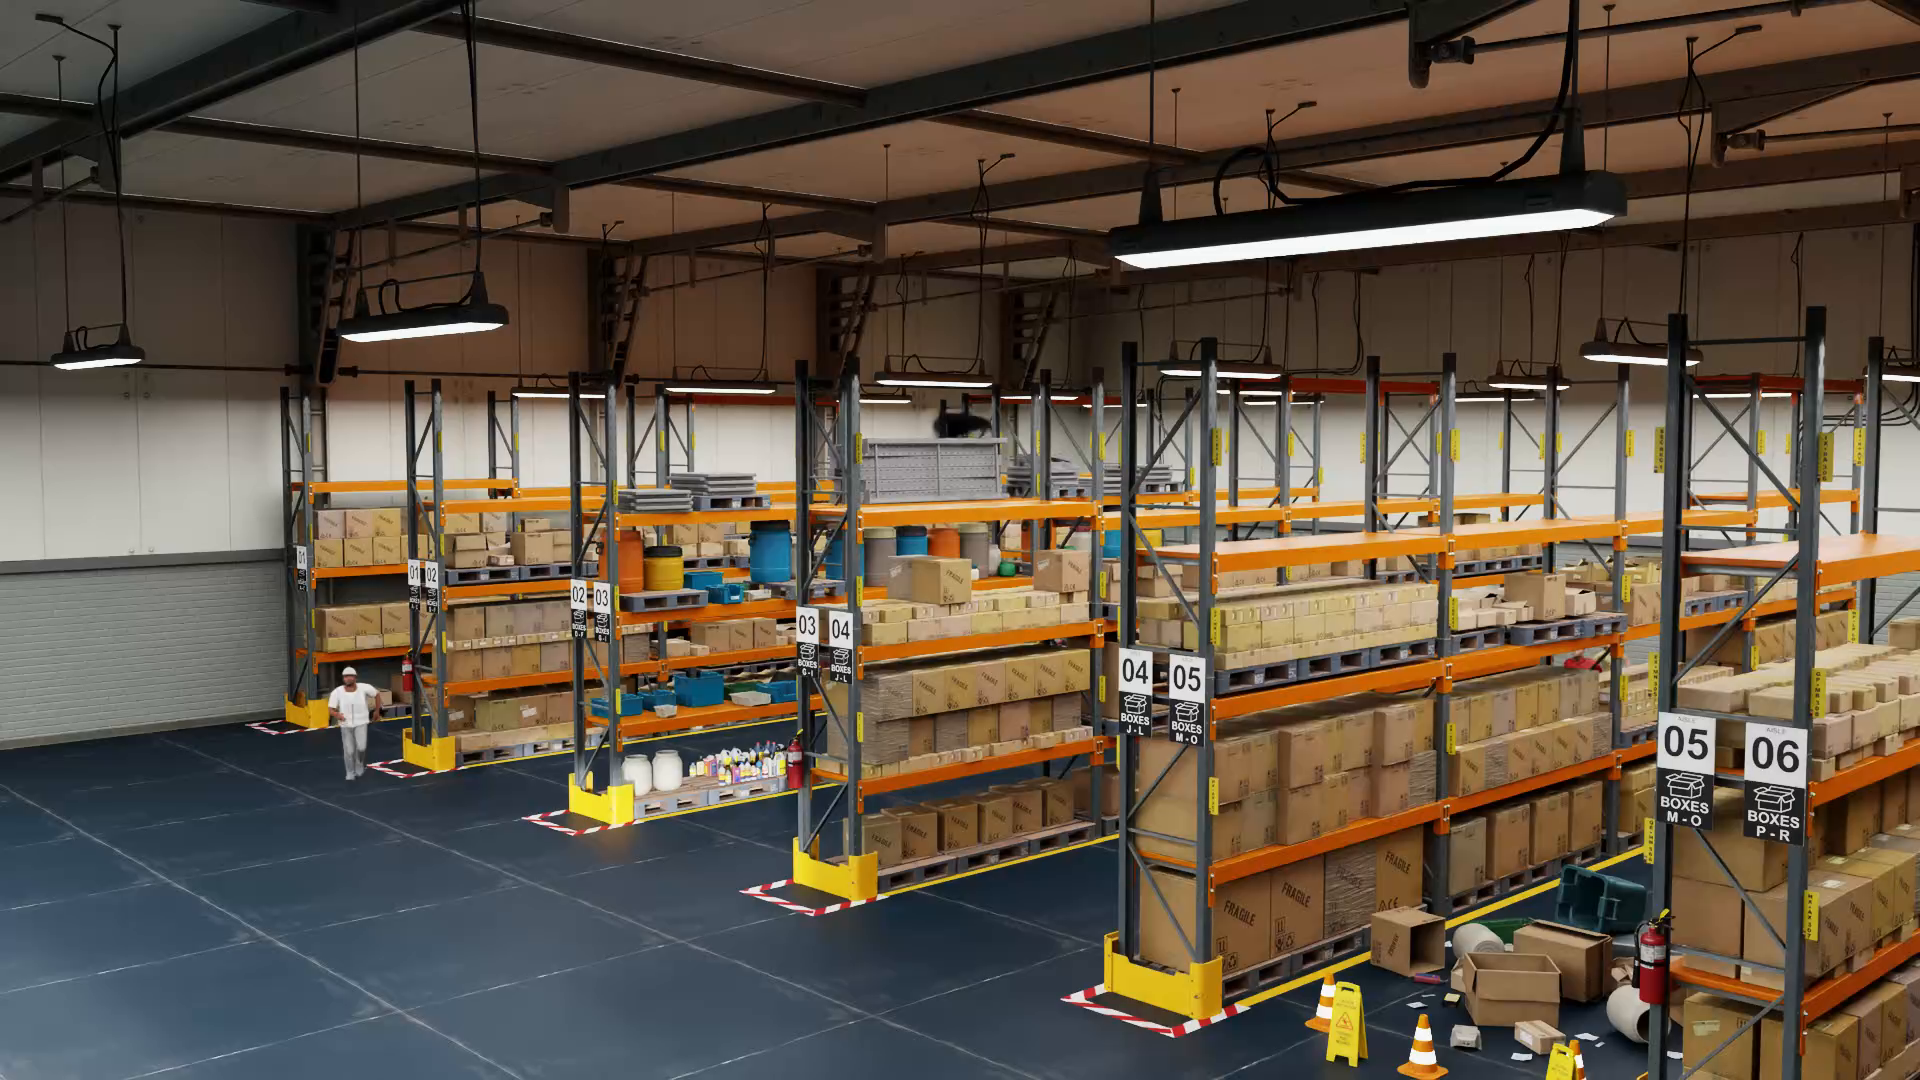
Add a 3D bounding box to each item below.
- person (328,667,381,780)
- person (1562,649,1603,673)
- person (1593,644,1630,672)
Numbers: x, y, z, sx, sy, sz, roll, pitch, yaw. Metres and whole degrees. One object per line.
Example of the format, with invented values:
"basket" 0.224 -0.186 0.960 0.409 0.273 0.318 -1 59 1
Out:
"person" -8.937 2.726 24.550 0.723 1.716 0.751 -1 4 -17
"person" 10.191 2.566 27.405 0.681 1.698 0.600 3 5 36
"person" 11.562 2.511 29.393 0.682 1.659 0.618 -1 4 -16
